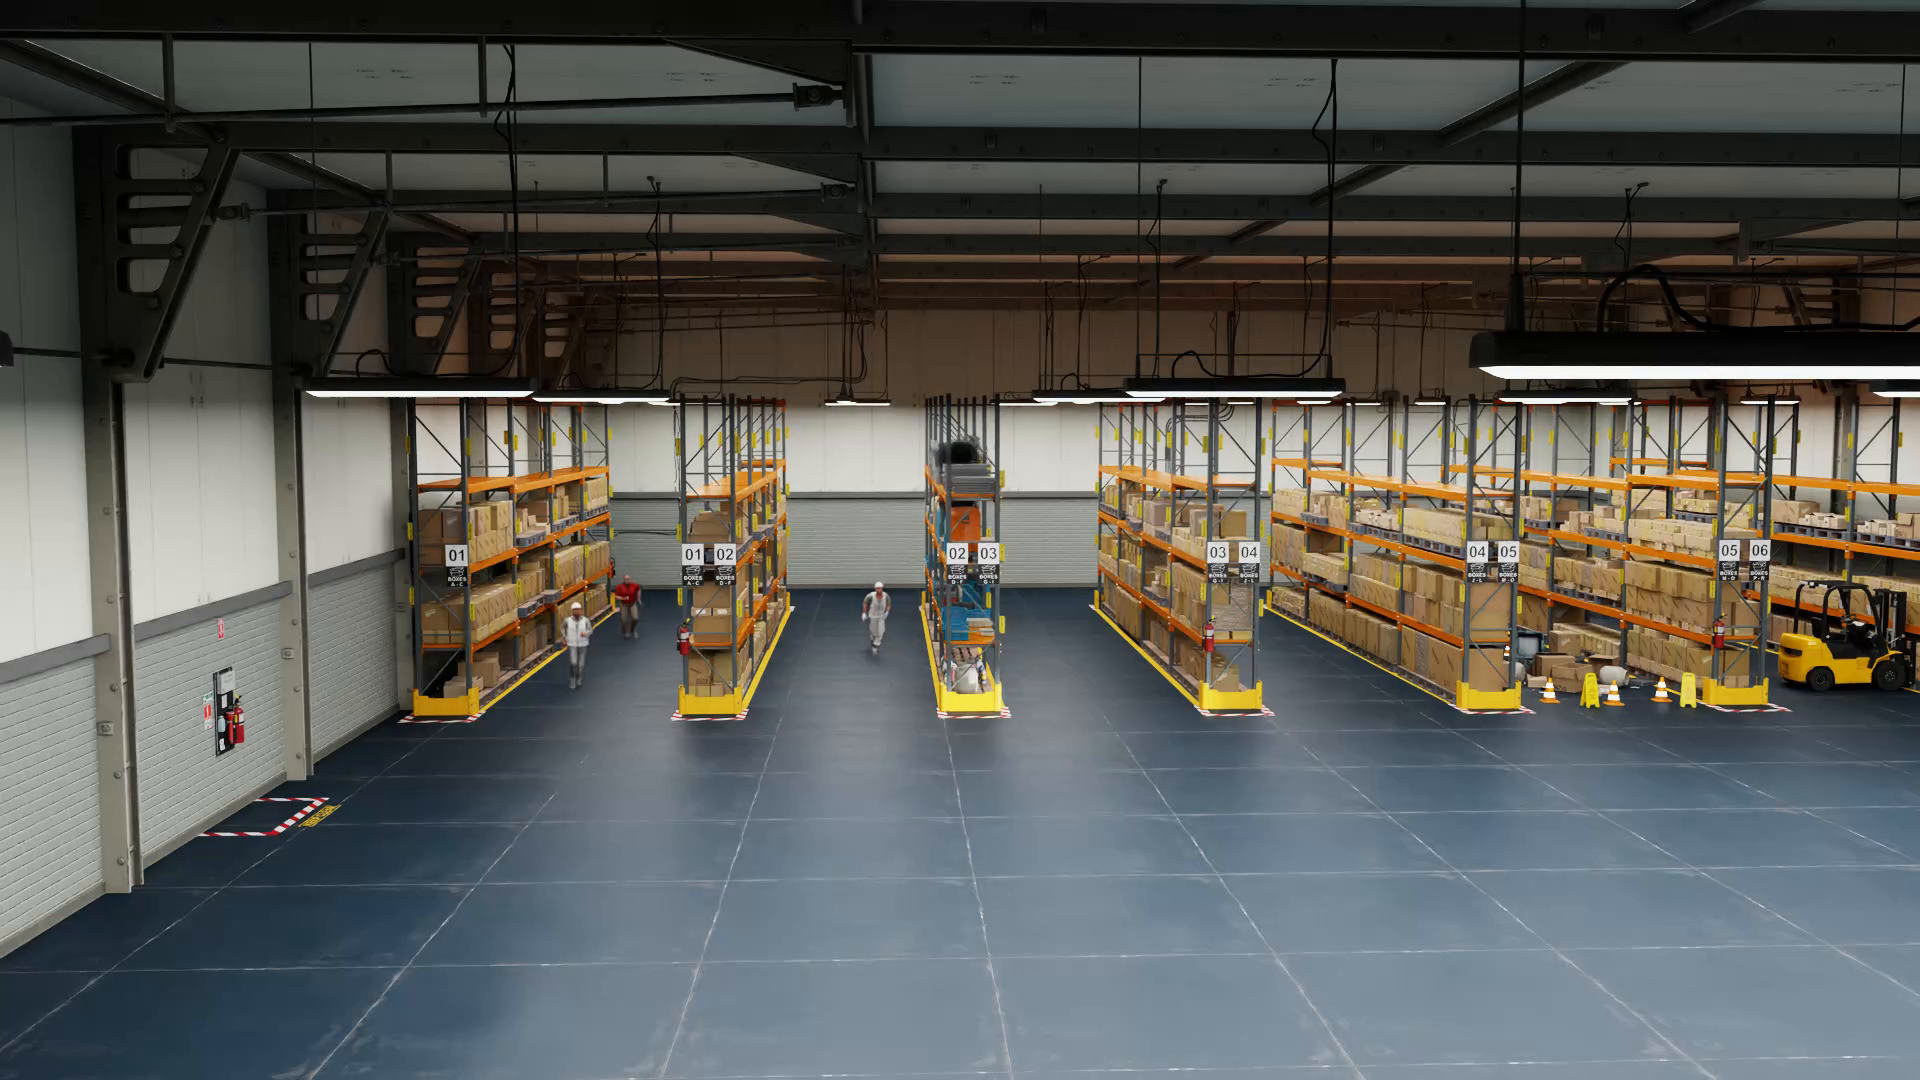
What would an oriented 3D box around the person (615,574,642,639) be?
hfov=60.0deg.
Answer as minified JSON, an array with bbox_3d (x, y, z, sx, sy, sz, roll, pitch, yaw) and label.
[{"bbox_3d":[-8.219,1.655,41.218,0.680,1.633,0.923,-1,5,-18],"label":"person"}]

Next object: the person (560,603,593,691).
[{"bbox_3d":[-7.801,2.164,33.884,0.646,1.791,0.710,-1,5,-17],"label":"person"}]

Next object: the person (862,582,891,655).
[{"bbox_3d":[-1.936,1.815,38.693,0.663,1.715,0.701,-1,5,-18],"label":"person"}]
